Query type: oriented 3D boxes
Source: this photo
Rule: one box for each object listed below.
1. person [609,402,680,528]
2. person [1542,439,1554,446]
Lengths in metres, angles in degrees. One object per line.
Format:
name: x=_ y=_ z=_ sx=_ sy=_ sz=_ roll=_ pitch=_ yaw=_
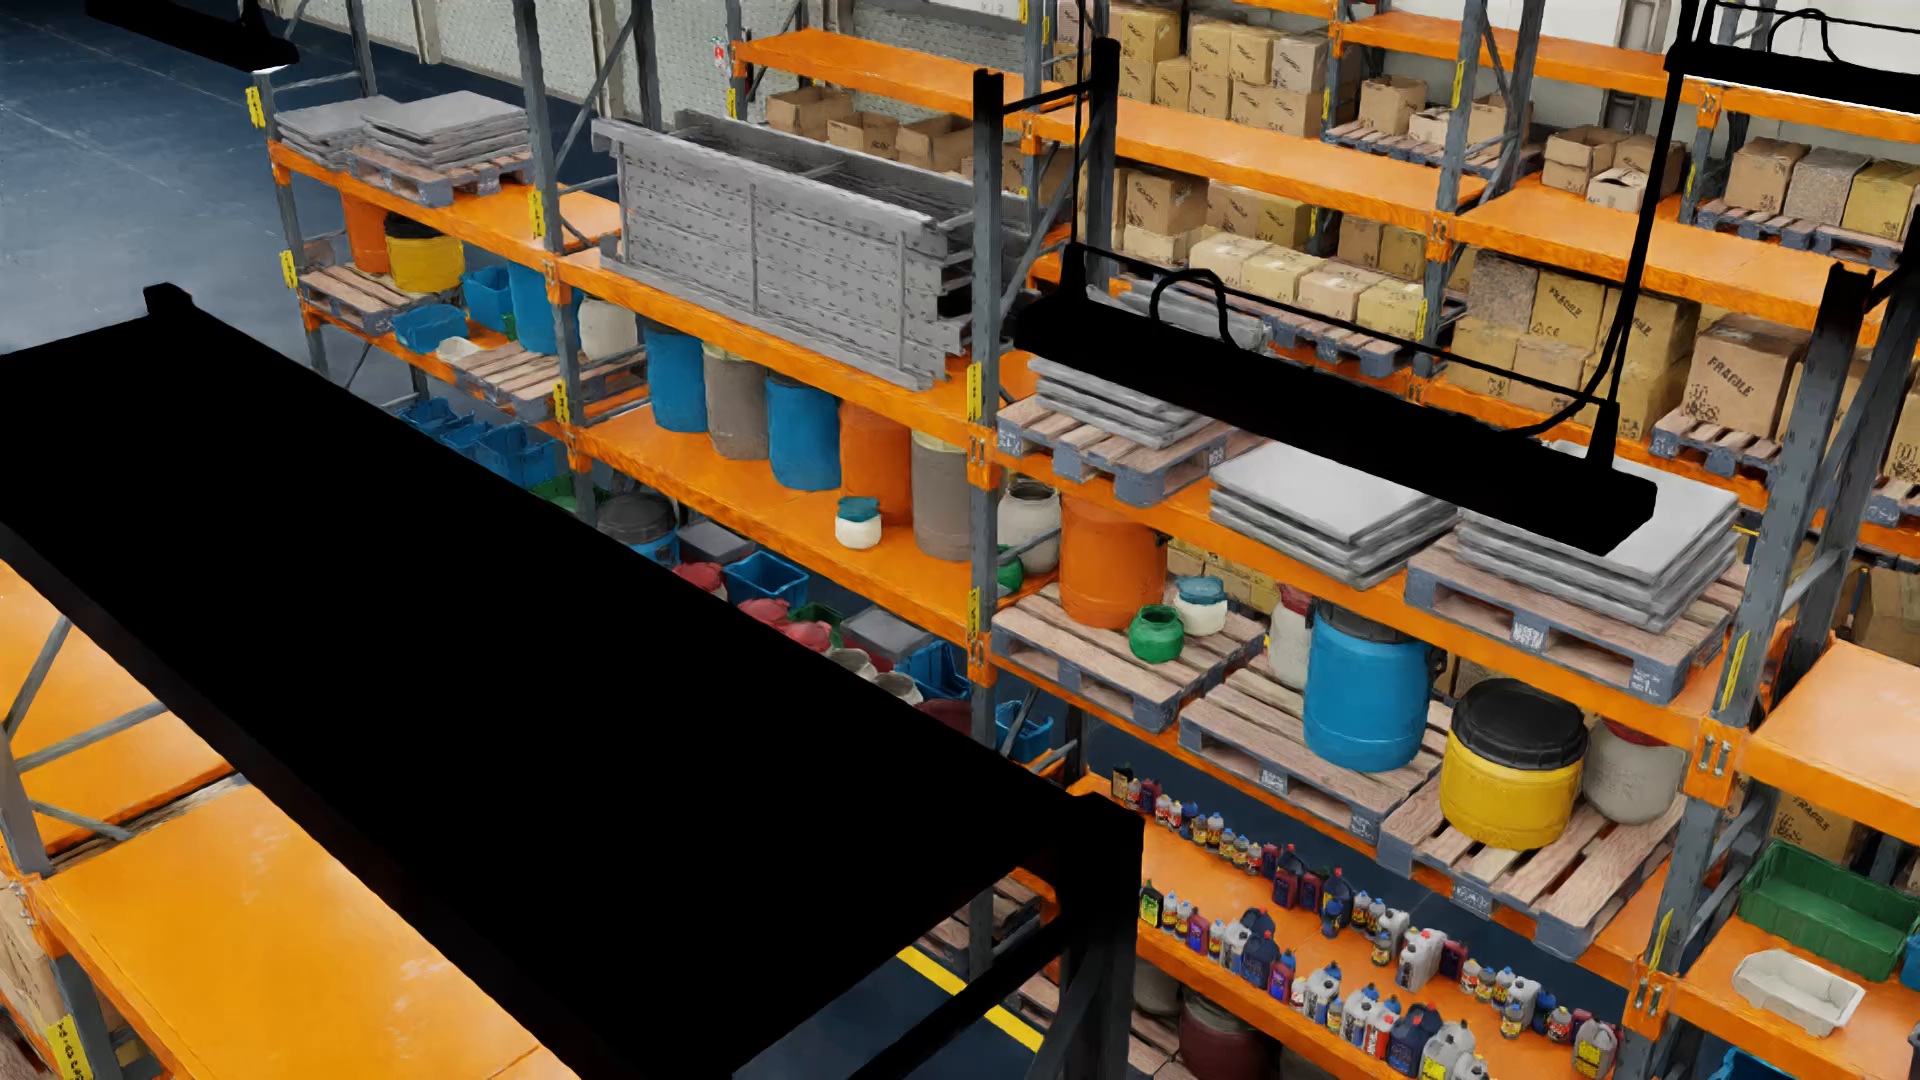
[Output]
person: x=-3.156 y=-0.925 z=16.135 sx=1.094 sy=1.690 sz=0.598 roll=18 pitch=34 yaw=29
person: x=5.959 y=-0.947 z=16.103 sx=0.604 sy=1.781 sz=0.443 roll=10 pitch=31 yaw=17
